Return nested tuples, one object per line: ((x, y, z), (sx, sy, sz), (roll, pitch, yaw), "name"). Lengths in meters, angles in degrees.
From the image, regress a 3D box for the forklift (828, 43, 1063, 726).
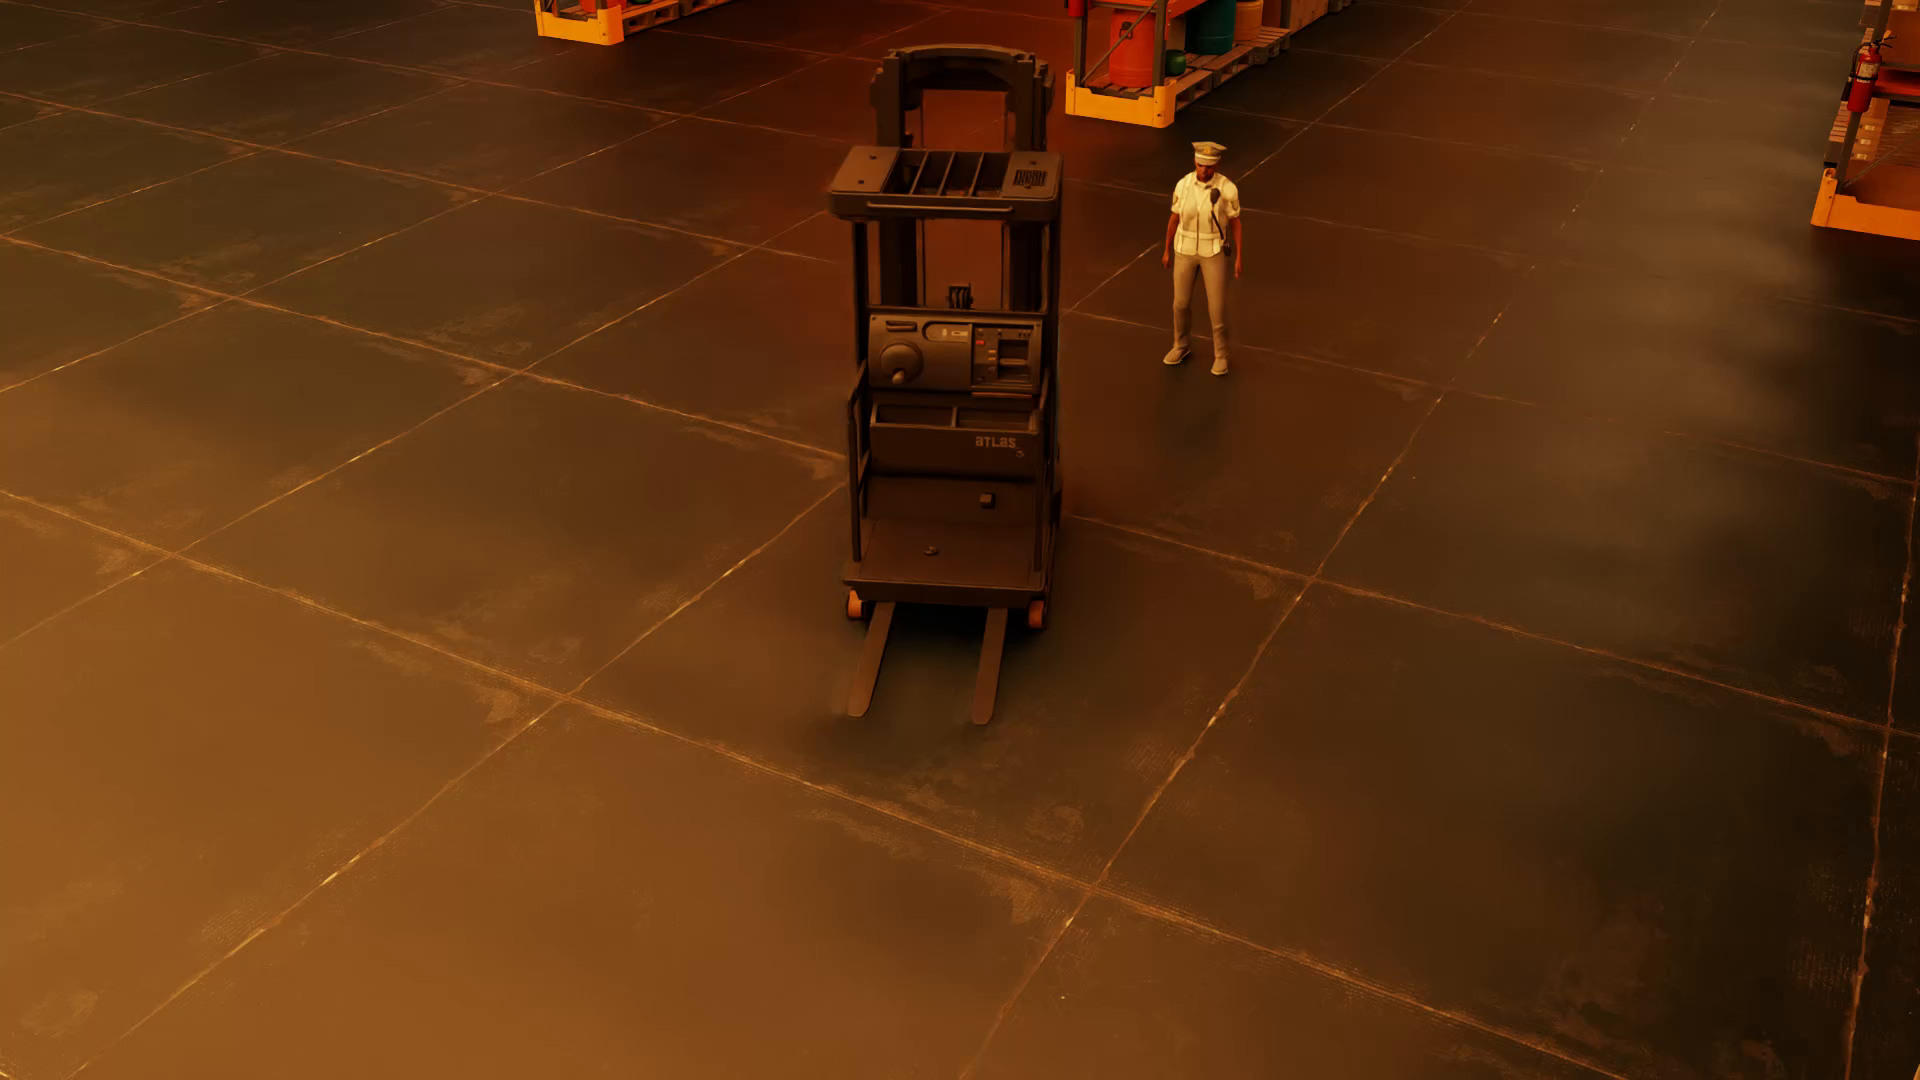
((-0.046, -0.956, 8.727), (1.130, 2.935, 3.031), (3, 30, 5), "forklift")

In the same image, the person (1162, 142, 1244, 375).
((1.726, -2.026, 11.850), (0.606, 1.664, 0.371), (11, 32, 18), "person")
